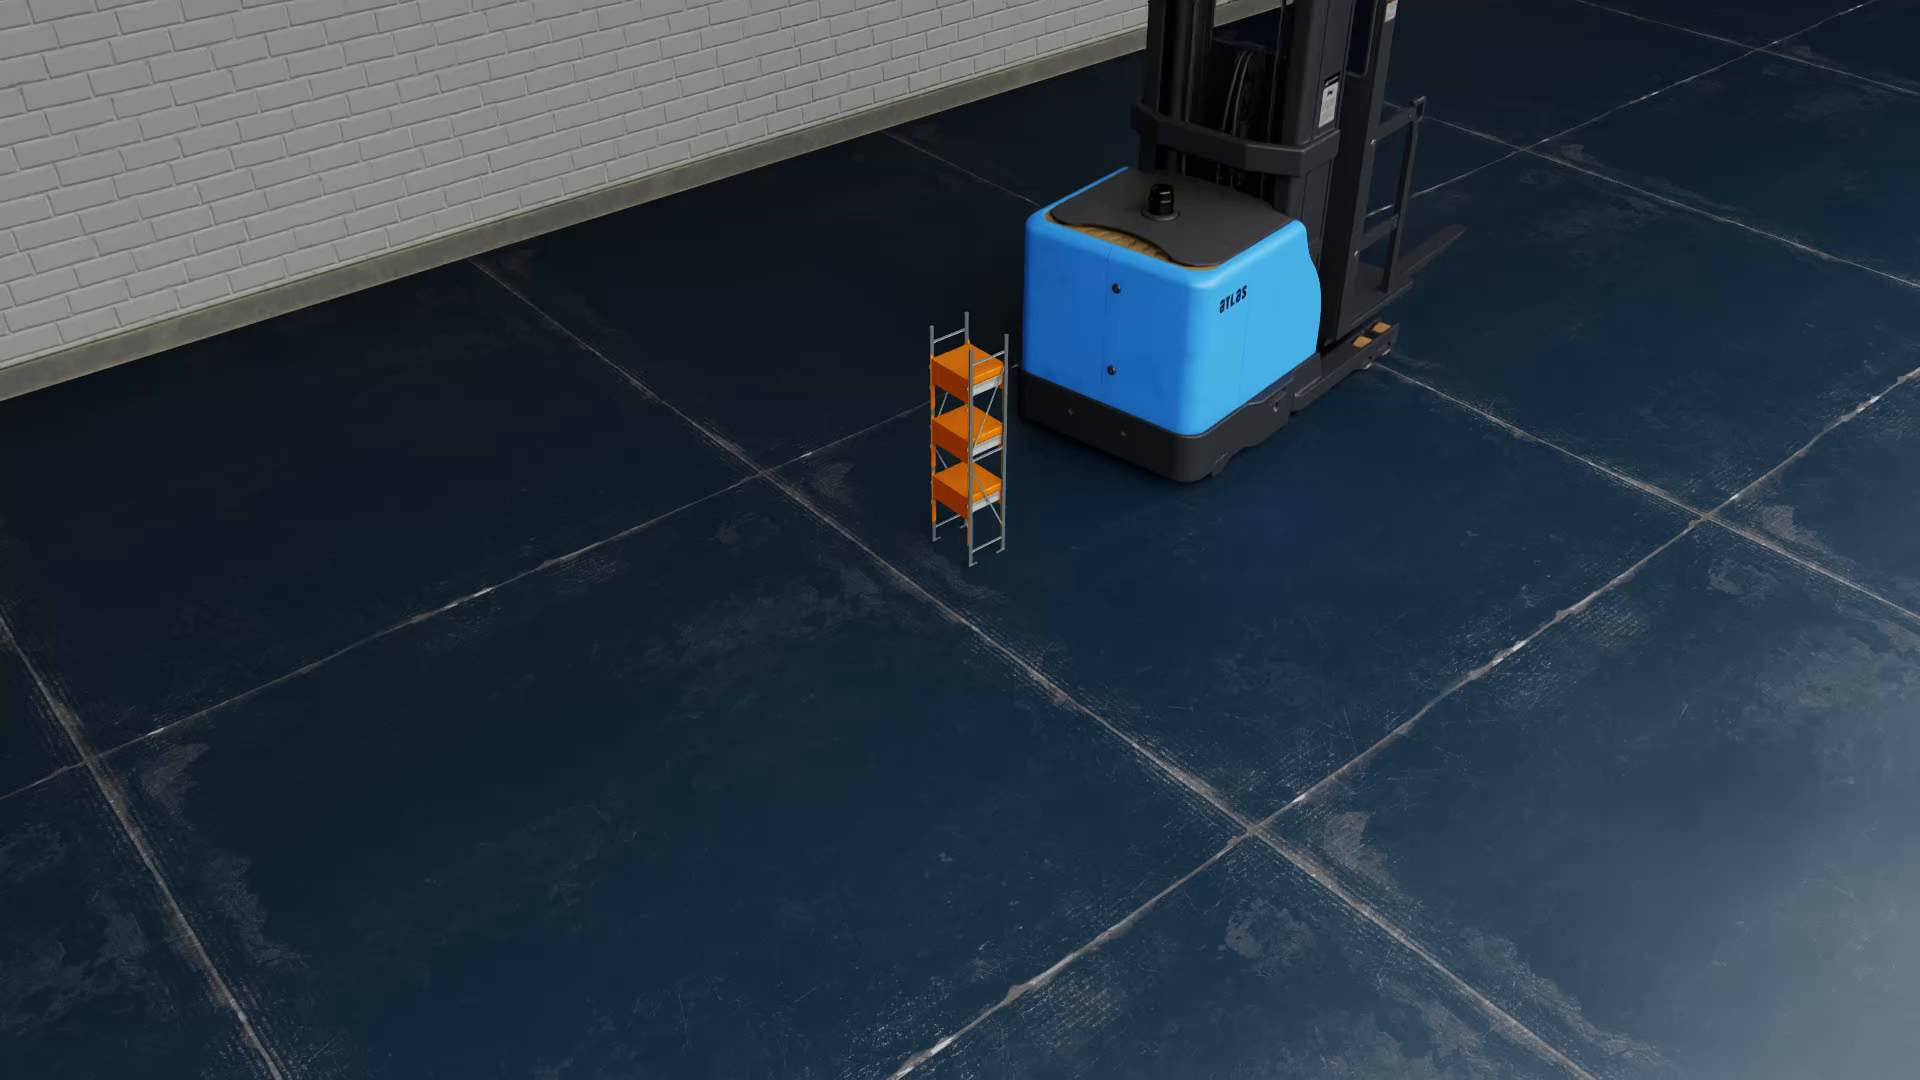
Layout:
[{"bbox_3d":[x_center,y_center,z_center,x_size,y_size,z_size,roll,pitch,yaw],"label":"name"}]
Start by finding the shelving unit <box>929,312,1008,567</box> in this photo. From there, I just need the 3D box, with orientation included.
[{"bbox_3d":[0.035,-0.405,6.913,0.215,1.050,0.252,-26,43,-32],"label":"shelving unit"}]

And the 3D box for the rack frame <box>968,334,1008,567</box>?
[{"bbox_3d":[0.113,-0.351,6.837,0.200,1.050,0.008,-26,43,-32],"label":"rack frame"}]

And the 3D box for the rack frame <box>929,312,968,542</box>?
[{"bbox_3d":[-0.044,-0.459,6.989,0.200,1.050,0.008,-26,43,-32],"label":"rack frame"}]

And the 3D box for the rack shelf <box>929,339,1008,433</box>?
[{"bbox_3d":[0.035,-0.628,6.755,0.215,0.259,0.240,-26,43,-32],"label":"rack shelf"}]

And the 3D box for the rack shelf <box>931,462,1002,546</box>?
[{"bbox_3d":[0.035,-0.169,7.080,0.215,0.259,0.240,-26,43,-32],"label":"rack shelf"}]

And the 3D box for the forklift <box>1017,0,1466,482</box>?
[{"bbox_3d":[1.612,-2.235,7.869,1.130,2.935,3.031,26,43,32],"label":"forklift"}]

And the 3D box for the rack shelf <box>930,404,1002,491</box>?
[{"bbox_3d":[0.035,-0.396,6.919,0.215,0.259,0.240,-26,43,-32],"label":"rack shelf"}]
